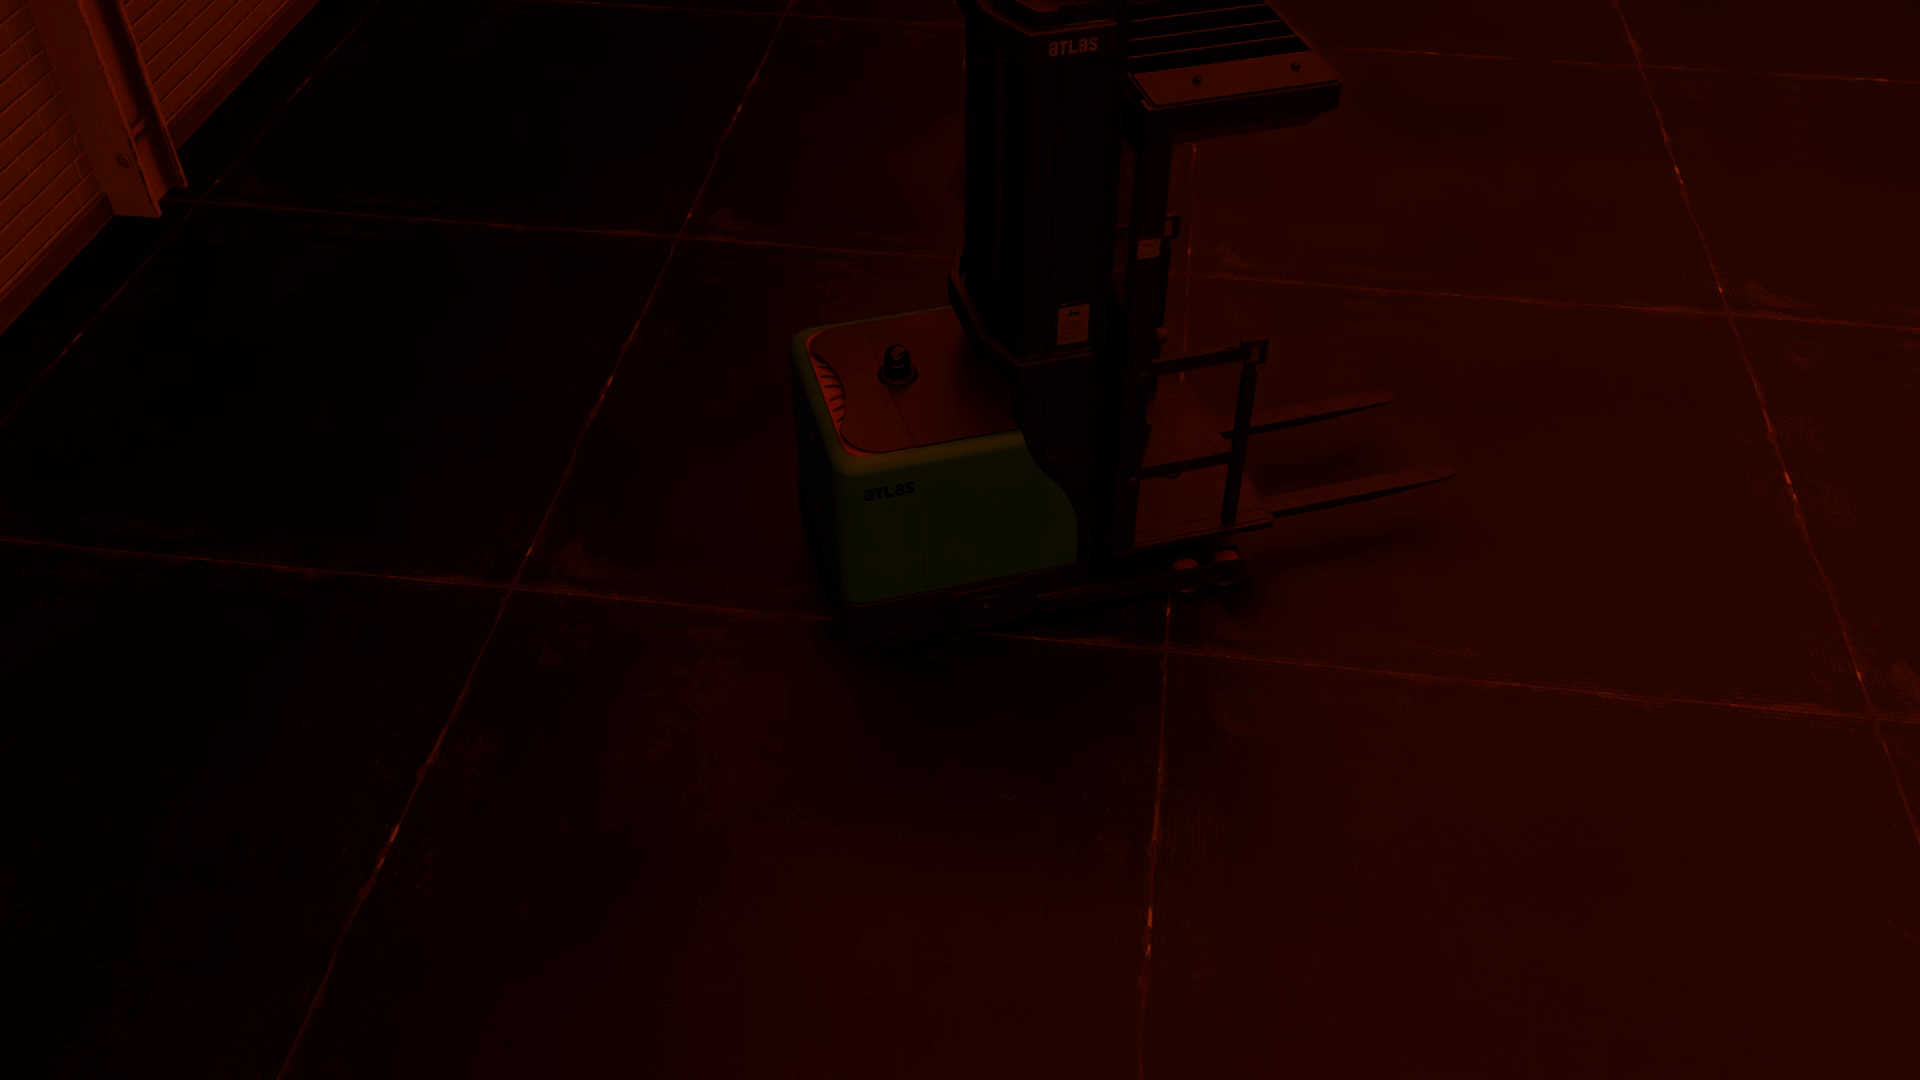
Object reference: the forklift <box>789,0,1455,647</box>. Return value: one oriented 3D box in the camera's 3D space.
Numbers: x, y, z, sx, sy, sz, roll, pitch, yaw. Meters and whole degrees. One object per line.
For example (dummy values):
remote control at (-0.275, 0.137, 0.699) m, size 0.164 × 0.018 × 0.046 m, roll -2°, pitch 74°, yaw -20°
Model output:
forklift at (0.810, -1.169, 6.997) m, size 3.031 × 2.935 × 1.130 m, roll -11°, pitch 44°, yaw -12°

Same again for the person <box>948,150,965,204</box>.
person at (0.365, -1.983, 8.918) m, size 0.873 × 1.556 × 0.647 m, roll -11°, pitch 44°, yaw -12°
